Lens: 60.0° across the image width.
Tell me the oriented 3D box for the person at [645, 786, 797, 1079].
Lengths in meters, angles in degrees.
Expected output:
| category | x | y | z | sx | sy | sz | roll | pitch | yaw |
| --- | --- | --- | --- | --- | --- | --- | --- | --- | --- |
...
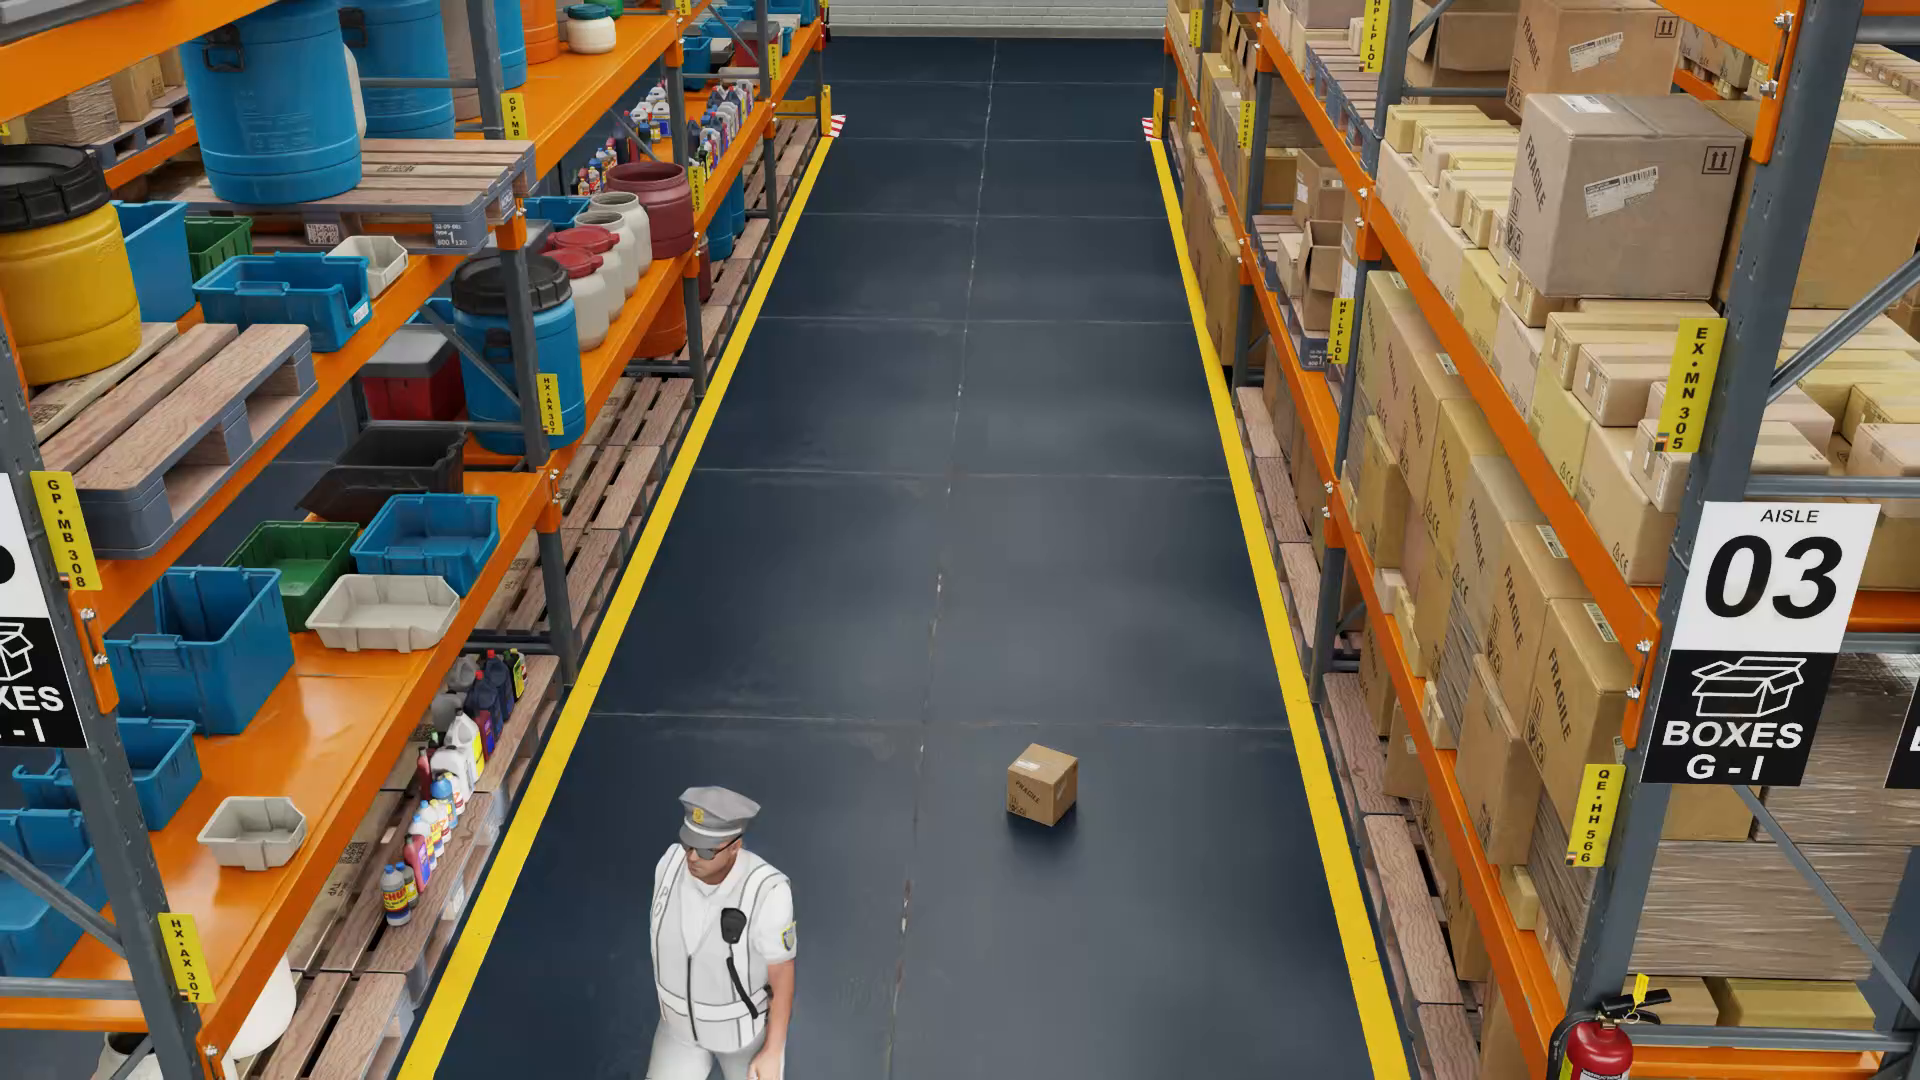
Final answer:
| category | x | y | z | sx | sy | sz | roll | pitch | yaw |
| --- | --- | --- | --- | --- | --- | --- | --- | --- | --- |
| person | -0.798 | 1.628 | 5.534 | 0.536 | 1.840 | 0.486 | 9 | 29 | 17 |
